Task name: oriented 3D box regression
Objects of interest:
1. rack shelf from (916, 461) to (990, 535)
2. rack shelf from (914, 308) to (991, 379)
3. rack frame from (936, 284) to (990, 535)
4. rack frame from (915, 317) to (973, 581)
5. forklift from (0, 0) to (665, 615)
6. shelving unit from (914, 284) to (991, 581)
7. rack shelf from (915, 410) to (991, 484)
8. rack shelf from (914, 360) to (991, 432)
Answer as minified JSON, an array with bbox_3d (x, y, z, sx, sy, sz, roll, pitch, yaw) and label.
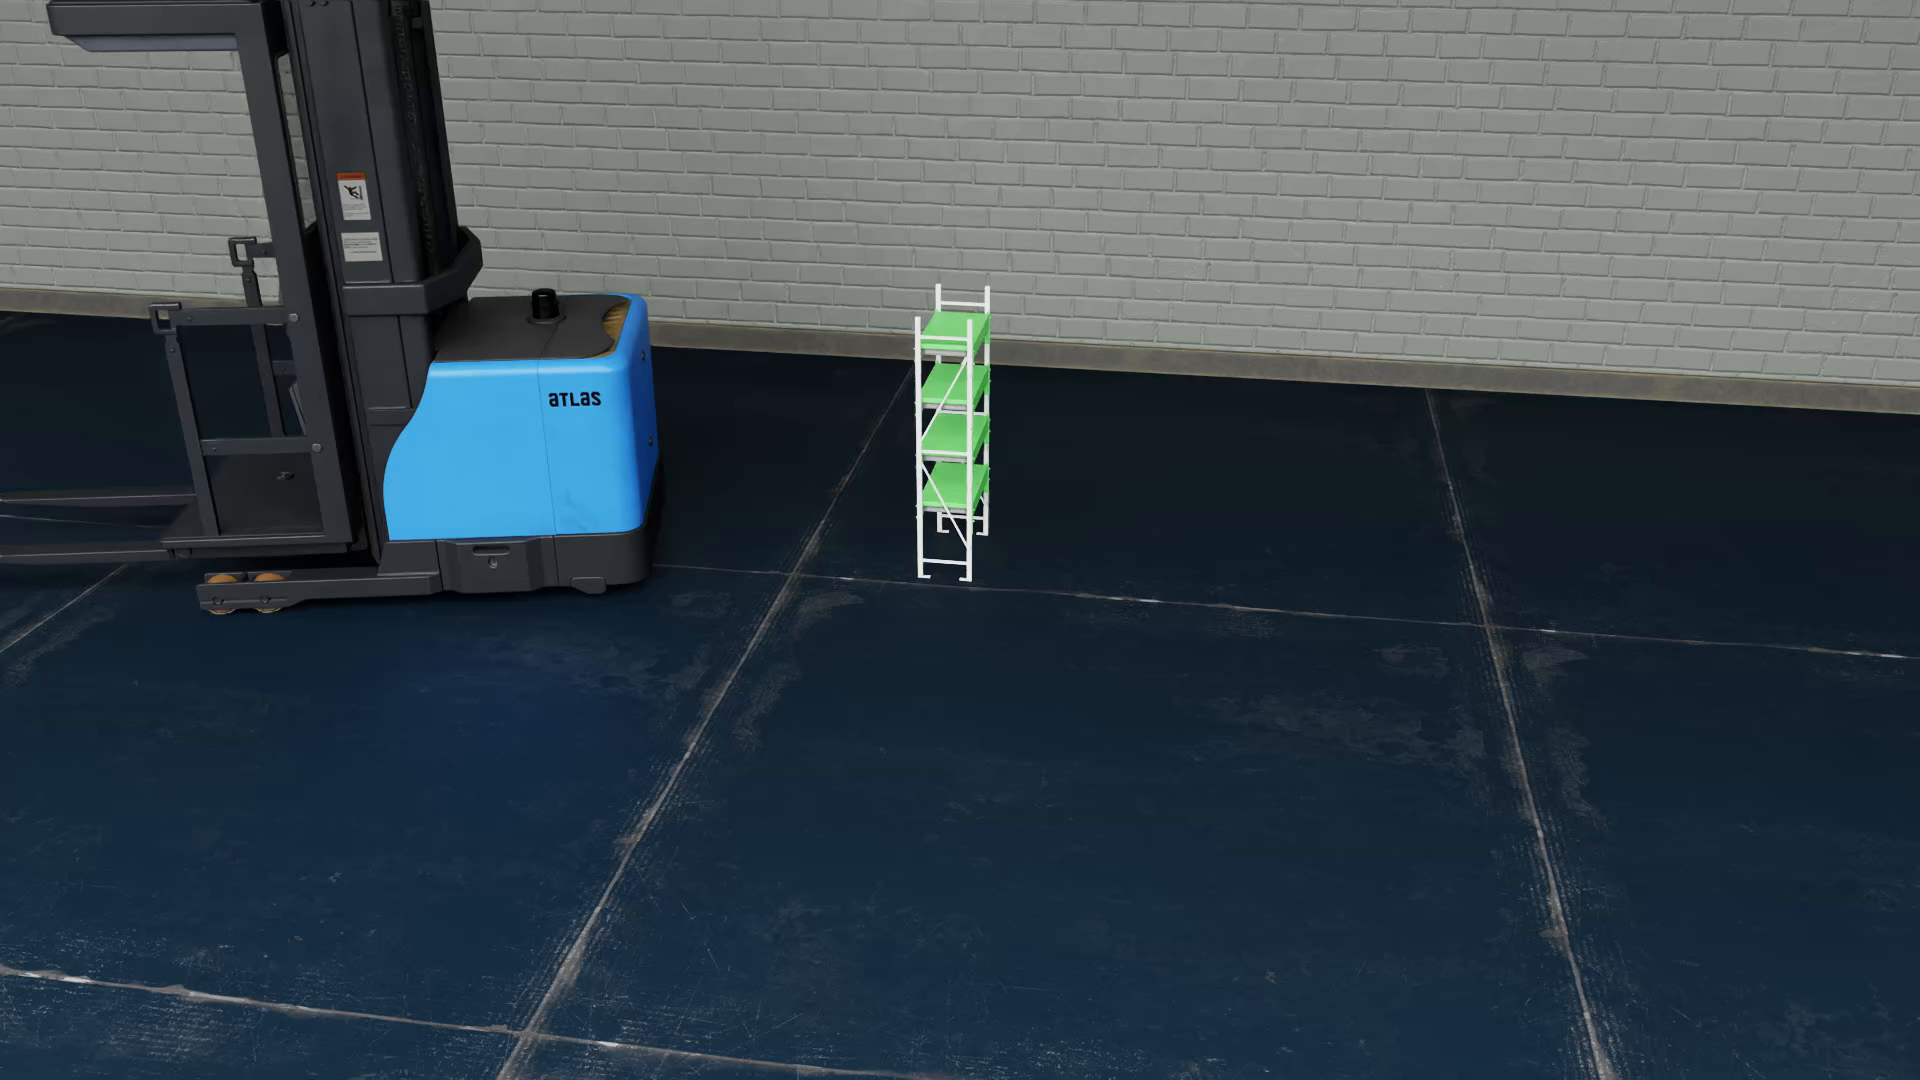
[{"bbox_3d":[-0.027,-0.199,7.477,0.258,0.148,0.480,4,25,9],"label":"rack shelf"},{"bbox_3d":[-0.027,-0.851,7.171,0.258,0.148,0.480,4,25,9],"label":"rack shelf"},{"bbox_3d":[0.013,-0.576,7.566,0.240,1.200,0.015,4,25,9],"label":"rack frame"},{"bbox_3d":[-0.067,-0.372,7.130,0.240,1.200,0.015,4,25,9],"label":"rack frame"},{"bbox_3d":[-2.899,-1.244,6.950,3.031,2.935,1.130,-2,25,-4],"label":"forklift"},{"bbox_3d":[-0.027,-0.474,7.348,0.258,1.200,0.503,4,25,9],"label":"shelving unit"},{"bbox_3d":[-0.027,-0.416,7.375,0.258,0.148,0.480,4,25,9],"label":"rack shelf"},{"bbox_3d":[-0.027,-0.634,7.273,0.258,0.148,0.480,4,25,9],"label":"rack shelf"}]
